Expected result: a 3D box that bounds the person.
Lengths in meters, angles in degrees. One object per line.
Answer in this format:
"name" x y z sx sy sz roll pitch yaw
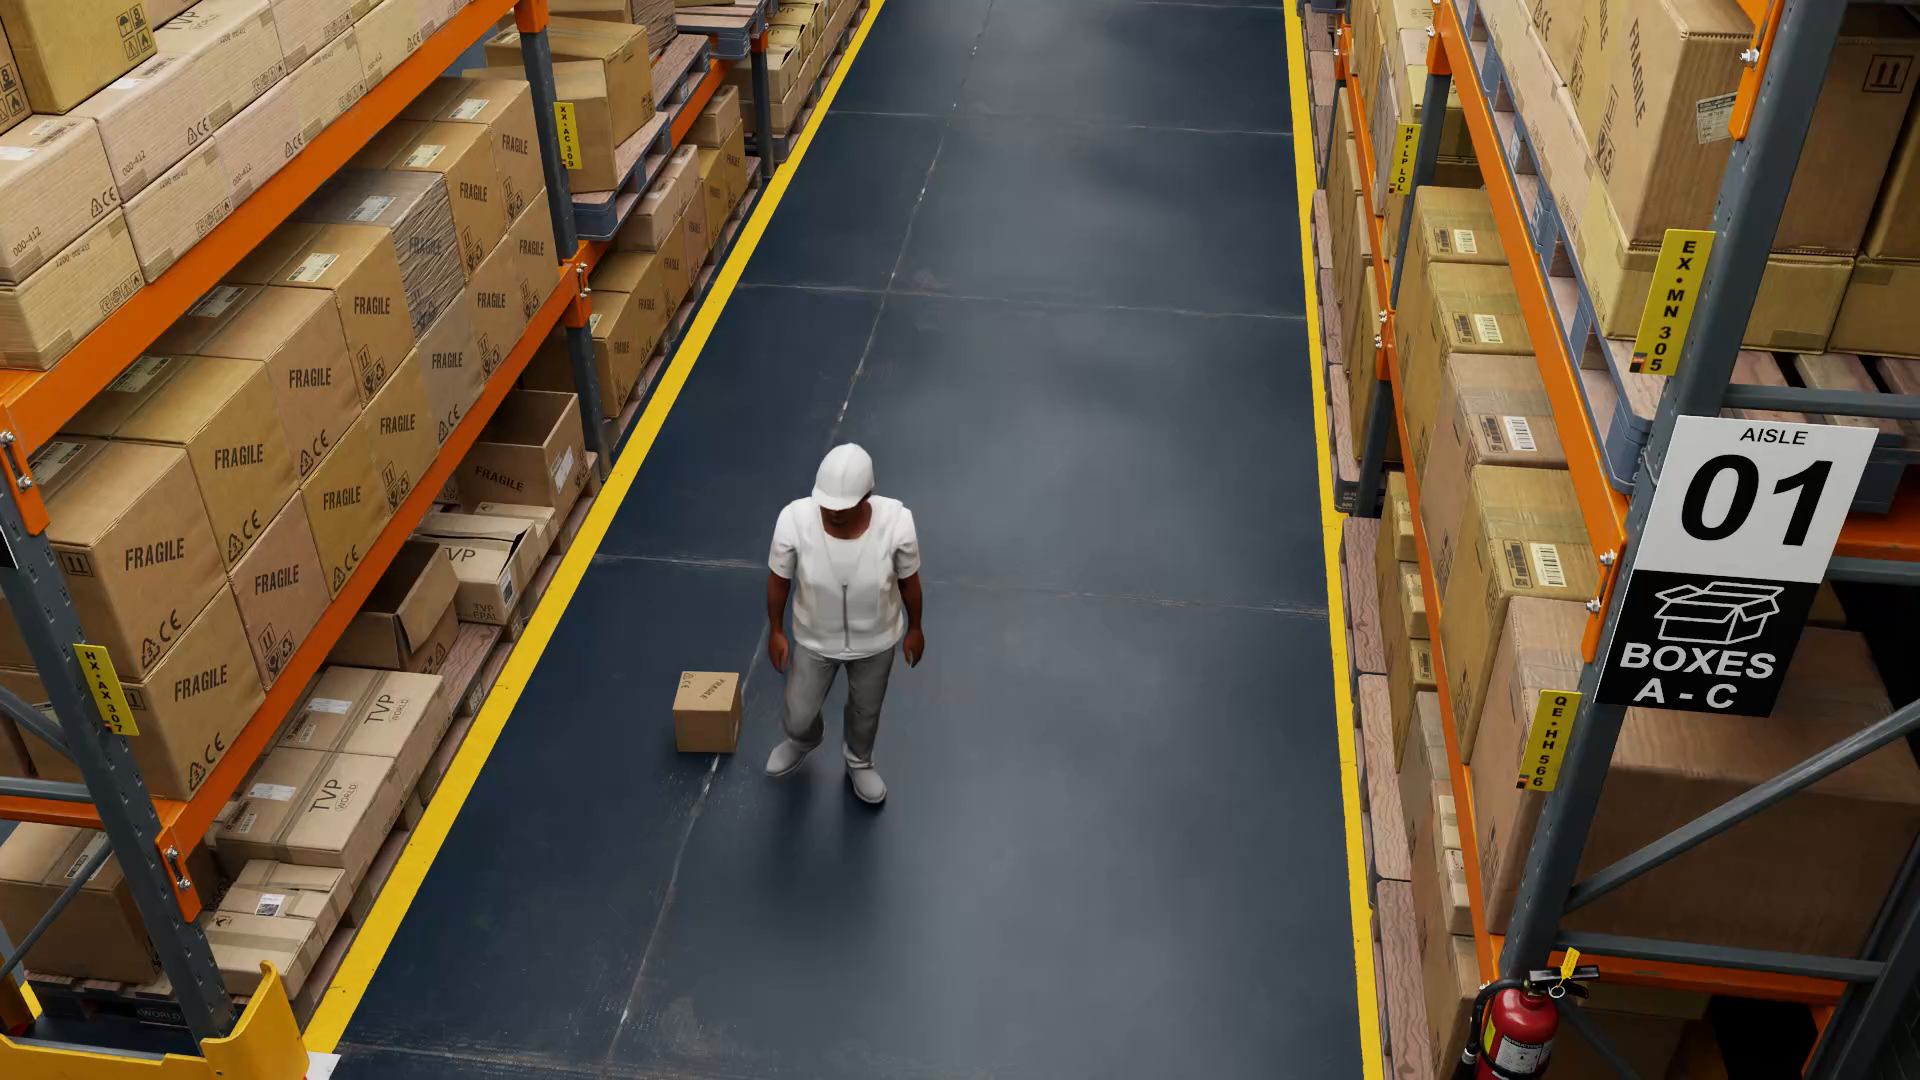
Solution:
"person" -0.481 0.342 6.518 0.685 1.751 0.497 -3 36 -4
